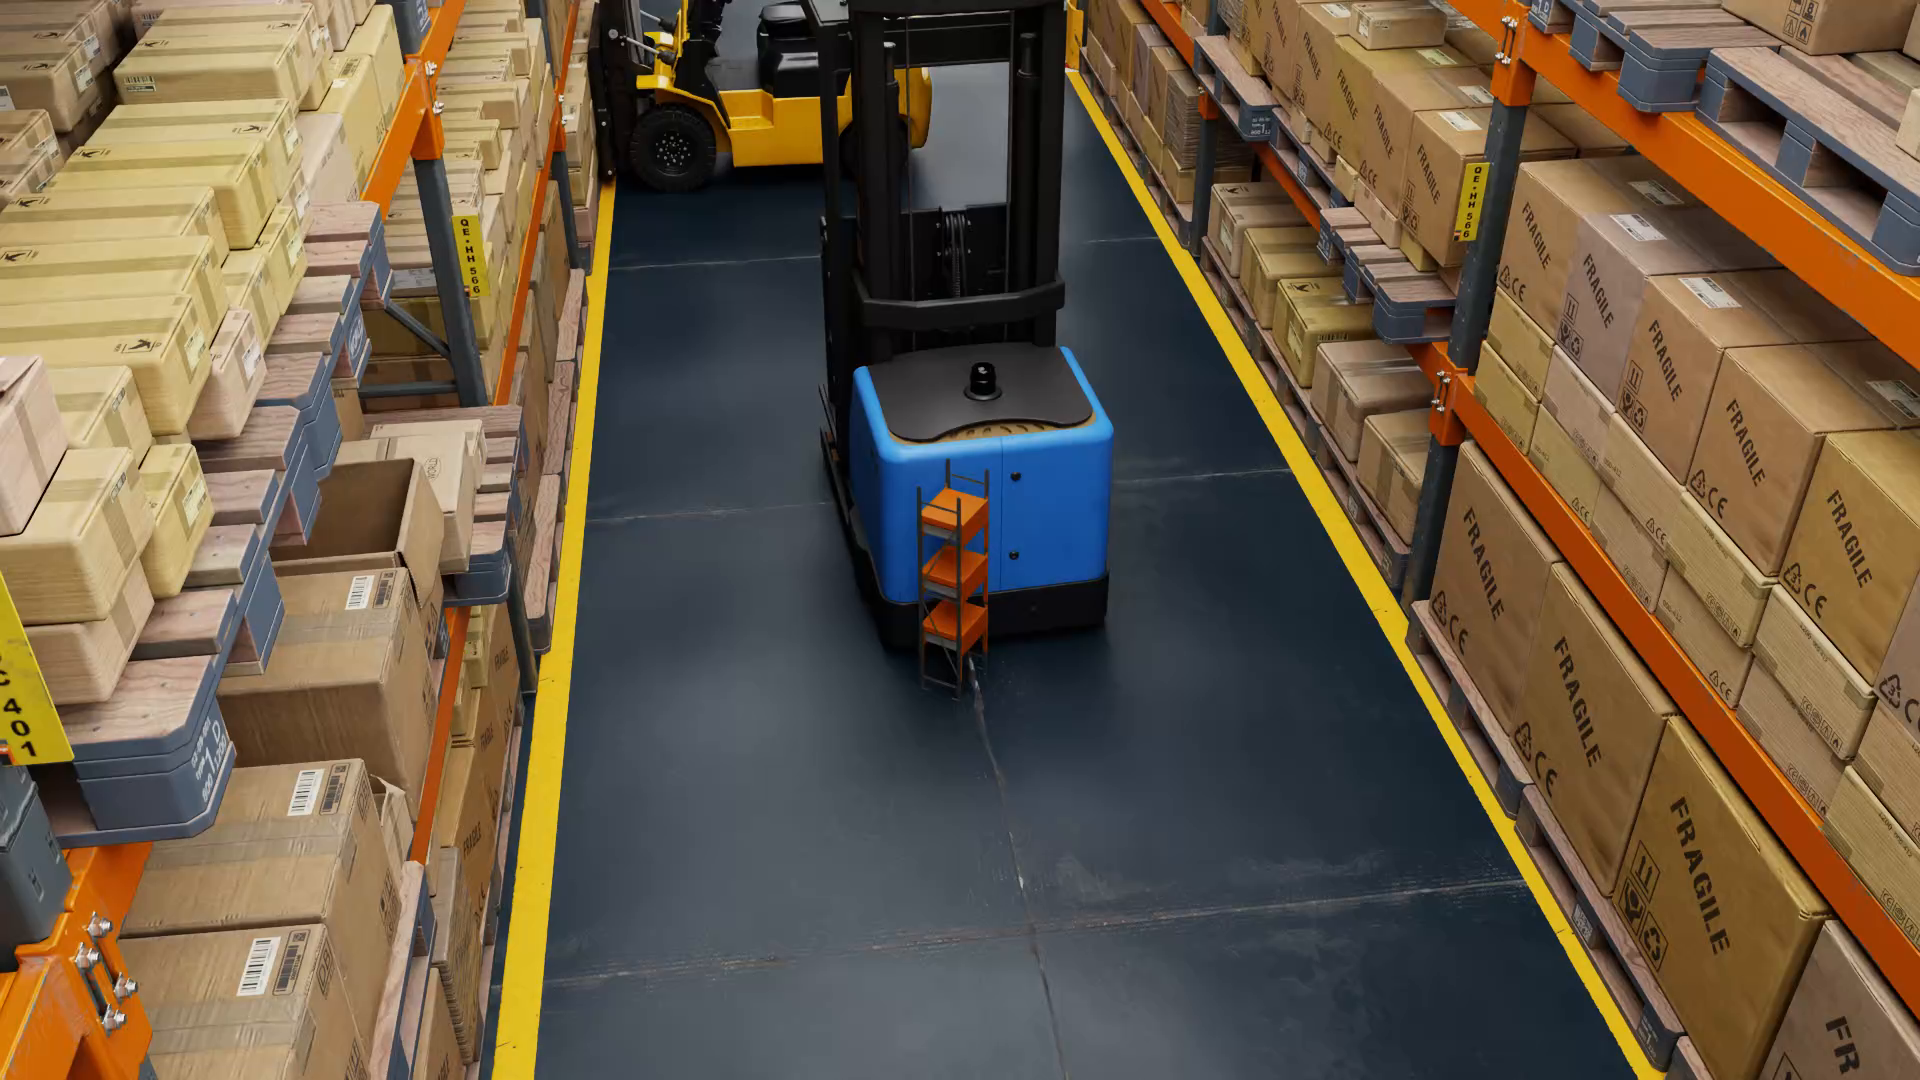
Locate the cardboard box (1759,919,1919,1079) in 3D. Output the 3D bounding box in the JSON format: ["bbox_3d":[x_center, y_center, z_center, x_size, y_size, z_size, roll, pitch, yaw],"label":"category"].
[{"bbox_3d":[2.941,1.659,4.666,0.875,0.875,0.875,-3,34,-5],"label":"cardboard box"}]

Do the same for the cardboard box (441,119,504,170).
[{"bbox_3d":[-2.287,-1.789,7.547,0.380,0.149,0.250,-4,34,-5],"label":"cardboard box"}]

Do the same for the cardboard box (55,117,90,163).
[{"bbox_3d":[-2.397,-0.968,4.123,0.380,0.149,0.250,-5,35,-7],"label":"cardboard box"}]

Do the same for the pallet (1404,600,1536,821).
[{"bbox_3d":[2.597,0.660,7.094,1.003,0.211,1.213,-4,35,-6],"label":"pallet"}]

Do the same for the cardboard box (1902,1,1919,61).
[{"bbox_3d":[3.098,-1.553,4.949,0.396,0.266,0.258,-5,35,-8],"label":"cardboard box"}]

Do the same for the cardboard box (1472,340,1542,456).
[{"bbox_3d":[2.383,-0.584,6.576,0.500,0.250,0.500,-5,35,-7],"label":"cardboard box"}]

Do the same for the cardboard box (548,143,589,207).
[{"bbox_3d":[-2.649,-2.329,10.629,0.500,0.250,0.500,-5,35,-7],"label":"cardboard box"}]

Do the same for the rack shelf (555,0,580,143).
[{"bbox_3d":[-3.159,-3.611,11.524,1.077,0.370,4.000,-4,35,-6],"label":"rack shelf"}]

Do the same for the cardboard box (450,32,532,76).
[{"bbox_3d":[-2.424,-2.508,8.601,0.380,0.149,0.250,-5,35,-8],"label":"cardboard box"}]

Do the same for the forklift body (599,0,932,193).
[{"bbox_3d":[-1.365,-3.753,11.848,2.313,2.155,1.214,-4,35,-6],"label":"forklift body"}]

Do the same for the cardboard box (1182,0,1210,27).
[{"bbox_3d":[1.722,-3.564,10.463,0.500,0.500,0.500,-5,35,-8],"label":"cardboard box"}]

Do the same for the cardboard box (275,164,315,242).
[{"bbox_3d":[-1.692,-0.731,3.757,0.380,0.149,0.250,-4,34,-5],"label":"cardboard box"}]

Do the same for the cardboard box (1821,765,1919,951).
[{"bbox_3d":[2.726,0.841,4.486,0.500,0.250,0.500,-5,35,-7],"label":"cardboard box"}]

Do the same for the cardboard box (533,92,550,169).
[{"bbox_3d":[-2.490,-2.189,8.931,0.500,0.250,0.500,-5,35,-7],"label":"cardboard box"}]

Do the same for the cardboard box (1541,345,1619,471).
[{"bbox_3d":[2.458,-0.493,5.999,0.500,0.250,0.500,-4,34,-5],"label":"cardboard box"}]

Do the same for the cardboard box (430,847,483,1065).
[{"bbox_3d":[-1.864,1.379,5.409,0.500,0.500,0.500,-6,35,-8],"label":"cardboard box"}]

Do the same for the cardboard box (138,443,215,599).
[{"bbox_3d":[-1.461,-0.022,2.717,0.380,0.149,0.250,-4,34,-6],"label":"cardboard box"}]

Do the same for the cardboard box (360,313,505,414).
[{"bbox_3d":[-2.170,-0.764,6.841,0.500,0.250,0.500,-4,35,-6],"label":"cardboard box"}]

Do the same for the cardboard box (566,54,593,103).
[{"bbox_3d":[-2.781,-3.099,11.315,0.500,0.250,0.500,-3,34,-5],"label":"cardboard box"}]

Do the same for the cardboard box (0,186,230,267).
[{"bbox_3d":[-1.671,-0.569,3.255,0.380,0.149,0.250,-4,34,-6],"label":"cardboard box"}]

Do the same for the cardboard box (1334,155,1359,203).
[{"bbox_3d":[2.026,-1.748,8.001,0.380,0.149,0.250,-4,34,-6],"label":"cardboard box"}]

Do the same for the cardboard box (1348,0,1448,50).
[{"bbox_3d":[2.066,-2.435,7.858,0.380,0.149,0.250,-6,35,-9],"label":"cardboard box"}]

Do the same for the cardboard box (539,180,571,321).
[{"bbox_3d":[-2.809,-1.694,9.808,0.875,0.625,0.625,-3,34,-4],"label":"cardboard box"}]

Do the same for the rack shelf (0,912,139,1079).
[{"bbox_3d":[-1.545,1.846,0.853,1.077,0.370,4.000,-4,35,-6],"label":"rack shelf"}]

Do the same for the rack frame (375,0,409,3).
[{"bbox_3d":[-2.352,-3.039,4.719,1.000,3.000,0.127,-4,35,-6],"label":"rack frame"}]

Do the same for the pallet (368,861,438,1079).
[{"bbox_3d":[-1.813,1.297,3.853,1.003,0.211,1.213,-4,35,-6],"label":"pallet"}]

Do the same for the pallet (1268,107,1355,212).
[{"bbox_3d":[2.259,-1.960,8.633,1.003,0.211,1.213,-4,35,-6],"label":"pallet"}]

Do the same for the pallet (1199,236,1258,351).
[{"bbox_3d":[2.134,-1.583,10.386,1.003,0.211,1.213,-4,35,-6],"label":"pallet"}]

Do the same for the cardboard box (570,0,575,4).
[{"bbox_3d":[-2.893,-3.955,11.301,0.500,0.500,0.500,-4,34,-6],"label":"cardboard box"}]

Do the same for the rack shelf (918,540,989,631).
[{"bbox_3d":[-0.027,0.191,7.057,0.215,0.259,0.240,17,38,23],"label":"rack shelf"}]

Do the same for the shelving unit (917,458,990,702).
[{"bbox_3d":[-0.027,0.182,7.051,0.215,1.050,0.252,17,38,23],"label":"shelving unit"}]

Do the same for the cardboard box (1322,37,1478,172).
[{"bbox_3d":[2.080,-2.078,7.909,0.500,0.500,0.500,-7,35,-10],"label":"cardboard box"}]

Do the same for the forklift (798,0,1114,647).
[{"bbox_3d":[-0.127,-1.556,7.931,1.130,2.935,3.031,-7,35,-10],"label":"forklift"}]

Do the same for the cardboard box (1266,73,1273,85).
[{"bbox_3d":[1.928,-2.615,9.274,0.380,0.149,0.250,-2,34,-3],"label":"cardboard box"}]

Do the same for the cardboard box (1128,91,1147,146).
[{"bbox_3d":[1.537,-3.097,12.200,0.500,0.250,0.500,-4,34,-6],"label":"cardboard box"}]

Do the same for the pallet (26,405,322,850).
[{"bbox_3d":[-1.832,0.141,2.883,1.213,0.211,1.003,-4,35,-6],"label":"pallet"}]

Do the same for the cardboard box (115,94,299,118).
[{"bbox_3d":[-1.979,-1.150,4.389,0.380,0.149,0.250,-4,34,-6],"label":"cardboard box"}]

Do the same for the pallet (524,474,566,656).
[{"bbox_3d":[-2.424,0.130,7.872,1.003,0.211,1.213,-4,35,-6],"label":"pallet"}]

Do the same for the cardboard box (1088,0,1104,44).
[{"bbox_3d":[1.328,-4.265,13.248,0.500,0.500,0.500,-5,35,-8],"label":"cardboard box"}]

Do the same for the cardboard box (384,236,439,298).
[{"bbox_3d":[-2.103,-1.070,6.491,0.380,0.149,0.250,-3,34,-5],"label":"cardboard box"}]

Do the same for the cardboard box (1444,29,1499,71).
[{"bbox_3d":[2.580,-2.131,7.987,0.500,0.500,0.500,-4,34,-6],"label":"cardboard box"}]

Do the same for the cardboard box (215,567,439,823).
[{"bbox_3d":[-1.833,0.443,4.474,0.700,0.500,0.500,-5,35,-7],"label":"cardboard box"}]

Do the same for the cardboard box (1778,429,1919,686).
[{"bbox_3d":[2.669,0.037,4.556,0.500,0.500,0.500,-3,34,-5],"label":"cardboard box"}]

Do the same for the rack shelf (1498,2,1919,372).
[{"bbox_3d":[2.835,-0.764,4.683,1.077,0.370,4.000,-4,35,-6],"label":"rack shelf"}]

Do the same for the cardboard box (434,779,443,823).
[{"bbox_3d":[-1.951,0.878,5.569,0.380,0.149,0.250,-5,35,-7],"label":"cardboard box"}]

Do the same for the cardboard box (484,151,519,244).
[{"bbox_3d":[-2.288,-1.544,7.541,0.500,0.250,0.500,-5,35,-8],"label":"cardboard box"}]

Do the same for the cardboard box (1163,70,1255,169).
[{"bbox_3d":[1.683,-2.827,11.138,0.500,0.500,0.500,-5,35,-7],"label":"cardboard box"}]

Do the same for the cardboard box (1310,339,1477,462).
[{"bbox_3d":[2.393,-0.753,8.652,0.950,0.372,0.625,-5,35,-7],"label":"cardboard box"}]

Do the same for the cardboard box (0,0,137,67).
[{"bbox_3d":[-2.453,-1.372,4.450,0.380,0.149,0.250,-3,34,-5],"label":"cardboard box"}]

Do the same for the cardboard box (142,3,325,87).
[{"bbox_3d":[-1.874,-1.272,4.305,0.380,0.149,0.250,-5,35,-7],"label":"cardboard box"}]

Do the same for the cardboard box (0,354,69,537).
[{"bbox_3d":[-1.509,-0.167,2.297,0.396,0.266,0.258,-5,35,-7],"label":"cardboard box"}]
